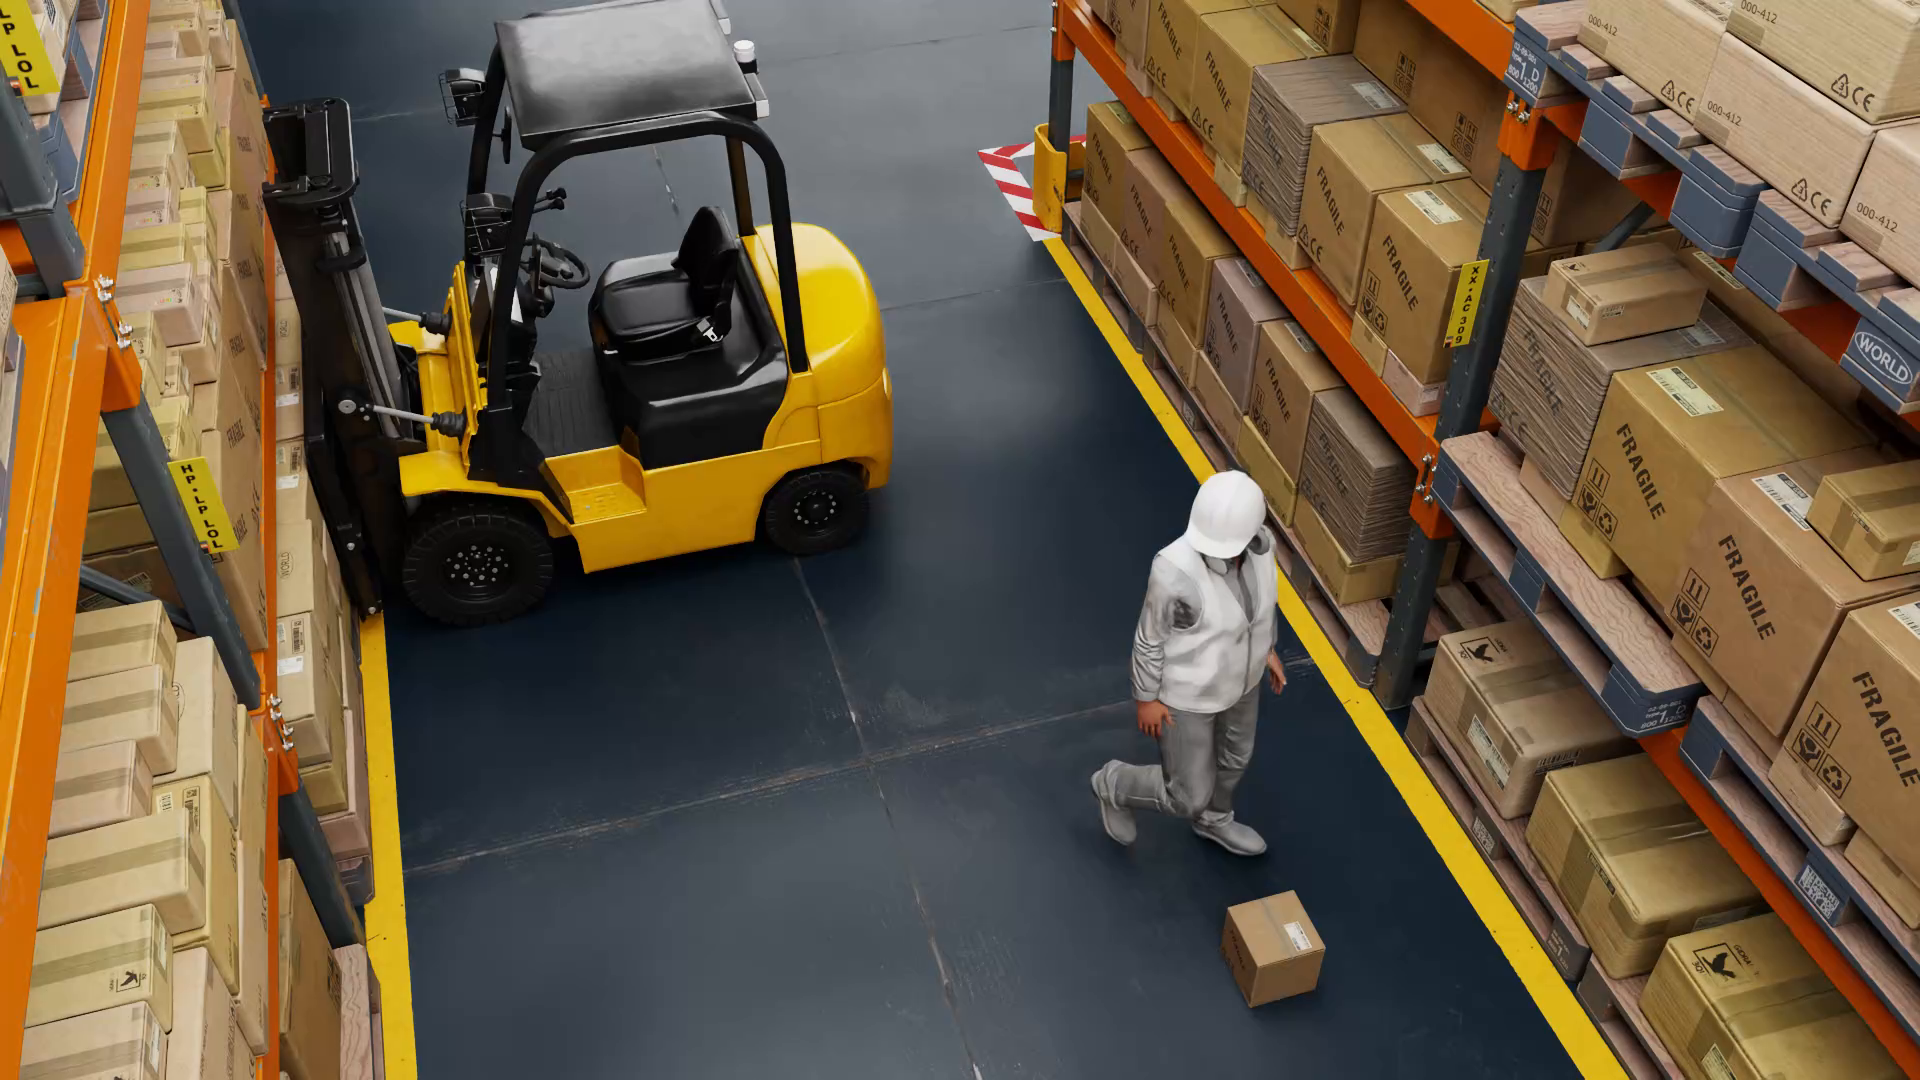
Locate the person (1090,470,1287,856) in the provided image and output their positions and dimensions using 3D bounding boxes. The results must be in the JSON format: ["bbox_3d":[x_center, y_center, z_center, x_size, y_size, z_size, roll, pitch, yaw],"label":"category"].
[{"bbox_3d":[0.813,0.442,5.622,0.580,1.764,0.571,-33,51,-31],"label":"person"}]
